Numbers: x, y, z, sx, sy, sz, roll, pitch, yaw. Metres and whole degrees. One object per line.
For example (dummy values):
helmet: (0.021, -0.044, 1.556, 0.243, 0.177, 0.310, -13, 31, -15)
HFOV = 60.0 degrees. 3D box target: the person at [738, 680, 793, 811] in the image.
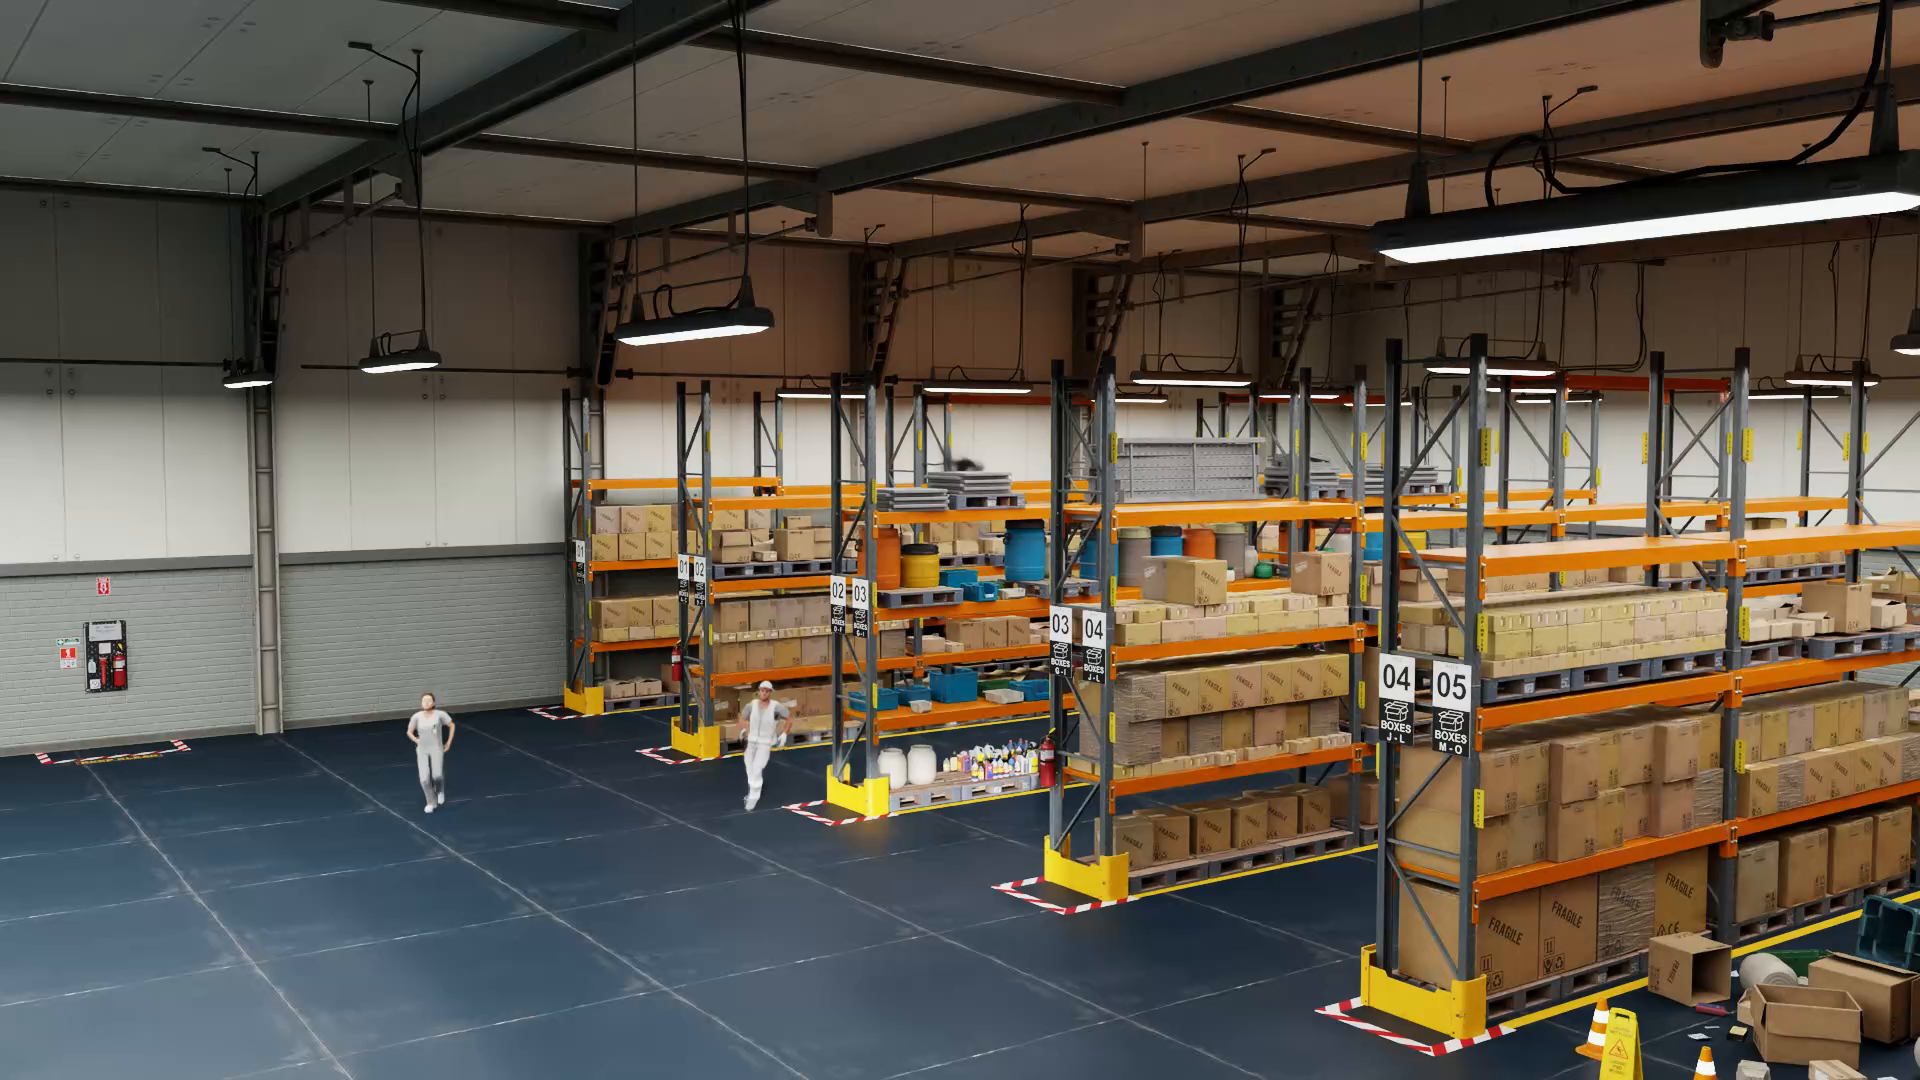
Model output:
person: (-2.727, 2.821, 22.927, 0.718, 1.783, 0.678, 1, 4, 17)

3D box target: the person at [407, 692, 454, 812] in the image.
person: (-7.208, 2.891, 22.620, 0.612, 1.639, 0.542, -1, 4, -11)
